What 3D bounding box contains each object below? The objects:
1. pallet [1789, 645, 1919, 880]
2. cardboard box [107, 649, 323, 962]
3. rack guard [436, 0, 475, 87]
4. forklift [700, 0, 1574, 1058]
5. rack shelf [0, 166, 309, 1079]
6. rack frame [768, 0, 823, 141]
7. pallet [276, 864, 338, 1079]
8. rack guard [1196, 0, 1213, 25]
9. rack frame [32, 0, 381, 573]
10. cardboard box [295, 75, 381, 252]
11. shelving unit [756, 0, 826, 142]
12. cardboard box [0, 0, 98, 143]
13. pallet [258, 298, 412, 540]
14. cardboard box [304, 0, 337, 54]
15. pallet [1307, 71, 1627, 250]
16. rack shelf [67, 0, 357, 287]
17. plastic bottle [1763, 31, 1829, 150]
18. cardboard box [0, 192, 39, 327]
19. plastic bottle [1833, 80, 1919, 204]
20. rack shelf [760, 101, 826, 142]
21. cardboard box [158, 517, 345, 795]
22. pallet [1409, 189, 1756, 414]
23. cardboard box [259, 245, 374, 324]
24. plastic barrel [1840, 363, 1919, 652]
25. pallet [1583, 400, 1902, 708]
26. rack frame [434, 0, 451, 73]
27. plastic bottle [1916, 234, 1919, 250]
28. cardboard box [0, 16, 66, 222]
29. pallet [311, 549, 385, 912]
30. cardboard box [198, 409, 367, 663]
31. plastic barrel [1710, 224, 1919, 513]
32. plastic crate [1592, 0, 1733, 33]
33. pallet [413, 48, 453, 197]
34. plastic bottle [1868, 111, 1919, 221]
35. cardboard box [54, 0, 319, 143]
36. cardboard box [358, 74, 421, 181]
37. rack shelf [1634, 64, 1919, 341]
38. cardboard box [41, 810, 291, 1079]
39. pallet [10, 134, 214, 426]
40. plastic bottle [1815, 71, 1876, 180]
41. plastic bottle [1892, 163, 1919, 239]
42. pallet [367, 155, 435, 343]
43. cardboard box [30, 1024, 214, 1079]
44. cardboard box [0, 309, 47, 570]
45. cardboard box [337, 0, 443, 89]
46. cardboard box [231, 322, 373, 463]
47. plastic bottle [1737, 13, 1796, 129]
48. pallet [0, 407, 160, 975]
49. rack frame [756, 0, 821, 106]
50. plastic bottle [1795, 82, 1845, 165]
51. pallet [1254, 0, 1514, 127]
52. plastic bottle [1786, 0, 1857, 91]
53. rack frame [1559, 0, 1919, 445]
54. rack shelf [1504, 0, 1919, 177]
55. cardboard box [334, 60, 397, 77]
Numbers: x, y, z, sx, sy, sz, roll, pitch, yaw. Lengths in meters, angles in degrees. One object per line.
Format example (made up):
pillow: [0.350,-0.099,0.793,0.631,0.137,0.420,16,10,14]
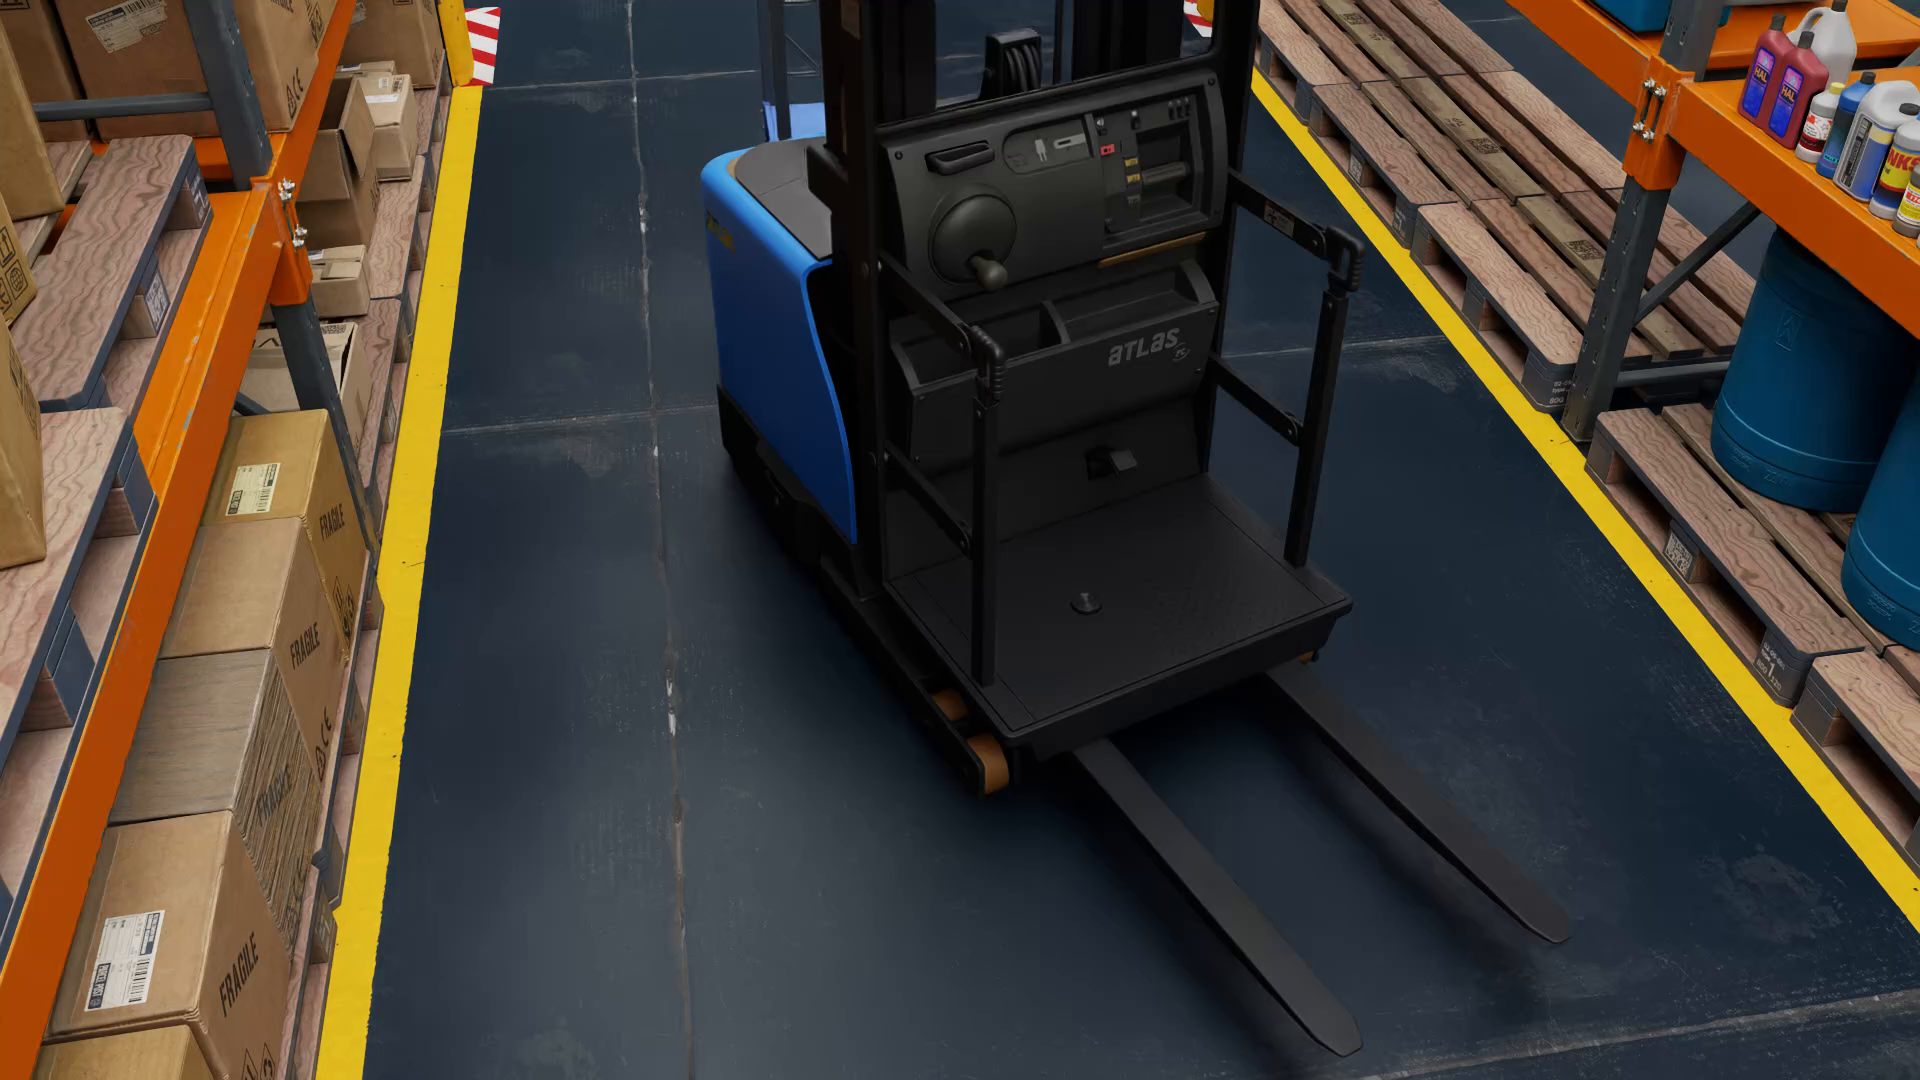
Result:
pallet: [2.891,0.712,4.162,1.003,0.211,1.213,-6,38,-8]
cardboard box: [-1.764,0.615,3.692,0.500,0.500,0.500,-6,38,-7]
rack guard: [-2.986,-2.451,7.997,1.175,0.500,0.348,-6,38,-8]
forklift: [0.360,-0.807,3.900,1.130,2.935,3.031,-19,42,-23]
rack shelf: [-1.947,0.424,2.846,1.077,0.370,4.000,-6,38,-8]
rack frame: [-0.338,-1.152,5.511,0.500,1.500,0.032,-6,38,-7]
pallet: [-1.901,1.259,3.458,1.003,0.211,1.213,-6,38,-8]
rack guard: [1.861,-3.041,8.756,1.175,0.500,0.348,-6,38,-8]
rack frame: [-2.298,-1.068,4.180,1.000,3.000,0.127,-6,38,-8]
cardboard box: [-2.633,-1.390,6.271,0.797,0.503,0.637,-6,38,-8]
shelving unit: [-0.419,-1.460,5.907,0.538,1.500,1.048,-6,38,-7]
cardboard box: [-2.638,-1.382,4.502,0.500,0.500,0.500,-6,38,-7]
pallet: [-2.418,-0.382,5.569,1.003,0.211,1.213,-6,38,-8]
cardboard box: [-2.212,-1.754,4.981,0.500,0.500,0.500,-6,38,-7]
pallet: [2.195,-1.676,7.235,1.003,0.211,1.213,-6,38,-8]
rack shelf: [-2.649,-1.992,5.955,1.077,0.370,4.000,-6,38,-8]
plastic bottle: [2.247,-1.205,4.451,0.061,0.283,0.133,-6,38,-8]
cardboard box: [-2.252,-0.555,3.095,0.700,0.500,0.500,-1,38,-1]
plastic bottle: [2.349,-1.008,4.204,0.152,0.276,0.135,-6,38,-8]
rack shelf: [-0.419,-1.318,6.017,0.538,0.185,1.000,-6,38,-7]
cardboard box: [-1.851,0.312,4.082,0.500,0.500,0.500,-6,38,-8]
pallet: [2.412,-0.937,6.284,1.003,0.211,1.213,-6,38,-8]
cardboard box: [-2.320,-0.921,5.941,0.380,0.166,0.250,-6,38,-8]
plastic barrel: [2.782,-0.178,4.402,0.600,0.901,0.708,-6,38,-8]
pallet: [2.673,-0.027,5.112,1.003,0.211,1.213,-6,38,-8]
rack frame: [-2.999,-3.484,7.290,1.000,3.000,0.127,-6,38,-8]
plastic bottle: [2.377,-0.788,3.981,0.097,0.201,0.097,0,38,0]
cardboard box: [-2.435,-0.963,3.621,0.700,0.500,0.500,-19,42,-23]
pallet: [-2.118,0.520,4.408,1.003,0.211,1.213,-6,38,-8]
cardboard box: [-1.929,0.013,4.468,0.500,0.500,0.500,-6,38,-8]
plastic barrel: [2.658,-0.605,4.952,0.600,0.901,0.708,-6,38,-8]
plastic crate: [2.162,-1.861,5.165,0.392,0.384,0.575,-6,38,-8]
pallet: [-2.845,-1.855,7.466,1.003,0.211,1.213,-6,38,-8]
plastic bottle: [2.343,-0.933,4.111,0.097,0.271,0.097,0,38,0]
cardboard box: [-2.119,-1.445,4.583,0.500,0.500,0.500,-5,38,-7]
cardboard box: [-2.525,-1.693,6.867,0.500,0.250,0.500,-6,38,-8]
rack shelf: [2.930,-0.106,3.528,1.077,0.370,4.000,-6,38,-8]
cardboard box: [-1.672,0.922,3.297,0.500,0.500,0.500,-7,38,-9]
pallet: [-2.265,-0.498,3.602,1.003,0.211,1.213,-6,38,-8]
plastic bottle: [2.302,-1.073,4.291,0.097,0.271,0.097,0,38,0]
plastic bottle: [2.360,-0.847,4.057,0.097,0.201,0.097,0,38,0]
pallet: [-2.635,-1.120,6.520,1.003,0.211,1.213,-6,38,-8]
cardboard box: [-1.576,1.237,2.892,0.500,0.500,0.500,-7,38,-9]
cardboard box: [-1.928,-0.213,2.655,0.700,0.500,0.500,-16,41,-19]
cardboard box: [-2.662,-2.369,7.533,0.500,0.500,0.500,-6,38,-8]
cardboard box: [-2.159,-0.457,5.226,0.500,0.311,0.500,-6,38,-8]
plastic bottle: [2.223,-1.285,4.554,0.061,0.283,0.133,-6,38,-8]
pallet: [-1.942,0.250,2.640,1.003,0.211,1.213,-6,38,-8]
rack frame: [-0.499,-1.768,6.304,0.500,1.500,0.032,-6,38,-7]
plastic bottle: [2.285,-1.104,4.389,0.097,0.201,0.097,0,38,0]
pallet: [1.984,-2.411,8.181,1.003,0.211,1.213,-6,38,-8]
plastic bottle: [2.329,-1.307,4.528,0.144,0.351,0.185,-6,38,-8]
rack frame: [2.579,-1.599,4.863,1.000,3.000,0.127,-6,38,-8]
rack shelf: [2.229,-2.522,6.638,1.077,0.370,4.000,-6,38,-8]
cardboard box: [-2.679,-1.983,7.308,0.380,0.166,0.250,-6,38,-8]
